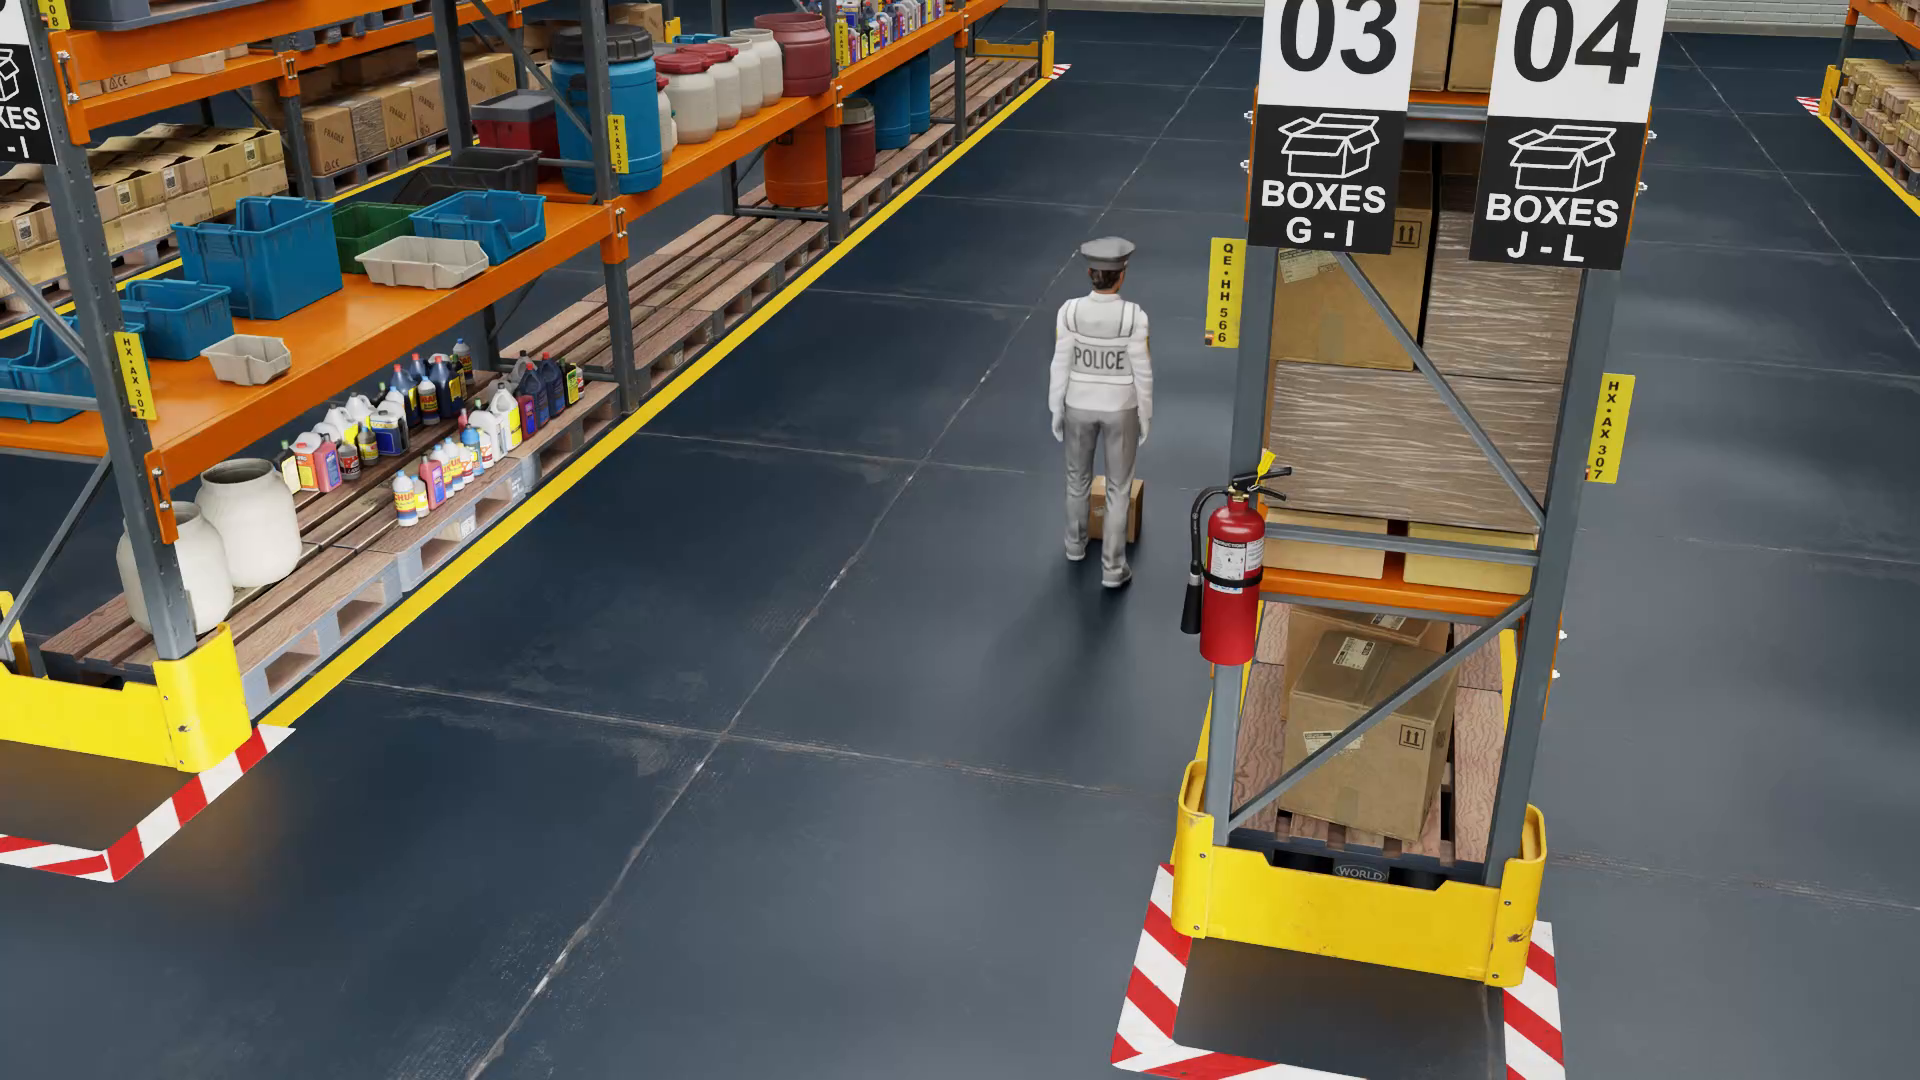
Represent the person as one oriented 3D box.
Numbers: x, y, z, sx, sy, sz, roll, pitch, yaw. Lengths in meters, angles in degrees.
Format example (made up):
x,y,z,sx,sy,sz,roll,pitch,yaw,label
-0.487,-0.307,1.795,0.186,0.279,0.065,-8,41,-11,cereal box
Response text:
x,y,z,sx,sy,sz,roll,pitch,yaw,label
0.681,-0.623,7.914,0.491,1.666,0.583,6,26,13,person
